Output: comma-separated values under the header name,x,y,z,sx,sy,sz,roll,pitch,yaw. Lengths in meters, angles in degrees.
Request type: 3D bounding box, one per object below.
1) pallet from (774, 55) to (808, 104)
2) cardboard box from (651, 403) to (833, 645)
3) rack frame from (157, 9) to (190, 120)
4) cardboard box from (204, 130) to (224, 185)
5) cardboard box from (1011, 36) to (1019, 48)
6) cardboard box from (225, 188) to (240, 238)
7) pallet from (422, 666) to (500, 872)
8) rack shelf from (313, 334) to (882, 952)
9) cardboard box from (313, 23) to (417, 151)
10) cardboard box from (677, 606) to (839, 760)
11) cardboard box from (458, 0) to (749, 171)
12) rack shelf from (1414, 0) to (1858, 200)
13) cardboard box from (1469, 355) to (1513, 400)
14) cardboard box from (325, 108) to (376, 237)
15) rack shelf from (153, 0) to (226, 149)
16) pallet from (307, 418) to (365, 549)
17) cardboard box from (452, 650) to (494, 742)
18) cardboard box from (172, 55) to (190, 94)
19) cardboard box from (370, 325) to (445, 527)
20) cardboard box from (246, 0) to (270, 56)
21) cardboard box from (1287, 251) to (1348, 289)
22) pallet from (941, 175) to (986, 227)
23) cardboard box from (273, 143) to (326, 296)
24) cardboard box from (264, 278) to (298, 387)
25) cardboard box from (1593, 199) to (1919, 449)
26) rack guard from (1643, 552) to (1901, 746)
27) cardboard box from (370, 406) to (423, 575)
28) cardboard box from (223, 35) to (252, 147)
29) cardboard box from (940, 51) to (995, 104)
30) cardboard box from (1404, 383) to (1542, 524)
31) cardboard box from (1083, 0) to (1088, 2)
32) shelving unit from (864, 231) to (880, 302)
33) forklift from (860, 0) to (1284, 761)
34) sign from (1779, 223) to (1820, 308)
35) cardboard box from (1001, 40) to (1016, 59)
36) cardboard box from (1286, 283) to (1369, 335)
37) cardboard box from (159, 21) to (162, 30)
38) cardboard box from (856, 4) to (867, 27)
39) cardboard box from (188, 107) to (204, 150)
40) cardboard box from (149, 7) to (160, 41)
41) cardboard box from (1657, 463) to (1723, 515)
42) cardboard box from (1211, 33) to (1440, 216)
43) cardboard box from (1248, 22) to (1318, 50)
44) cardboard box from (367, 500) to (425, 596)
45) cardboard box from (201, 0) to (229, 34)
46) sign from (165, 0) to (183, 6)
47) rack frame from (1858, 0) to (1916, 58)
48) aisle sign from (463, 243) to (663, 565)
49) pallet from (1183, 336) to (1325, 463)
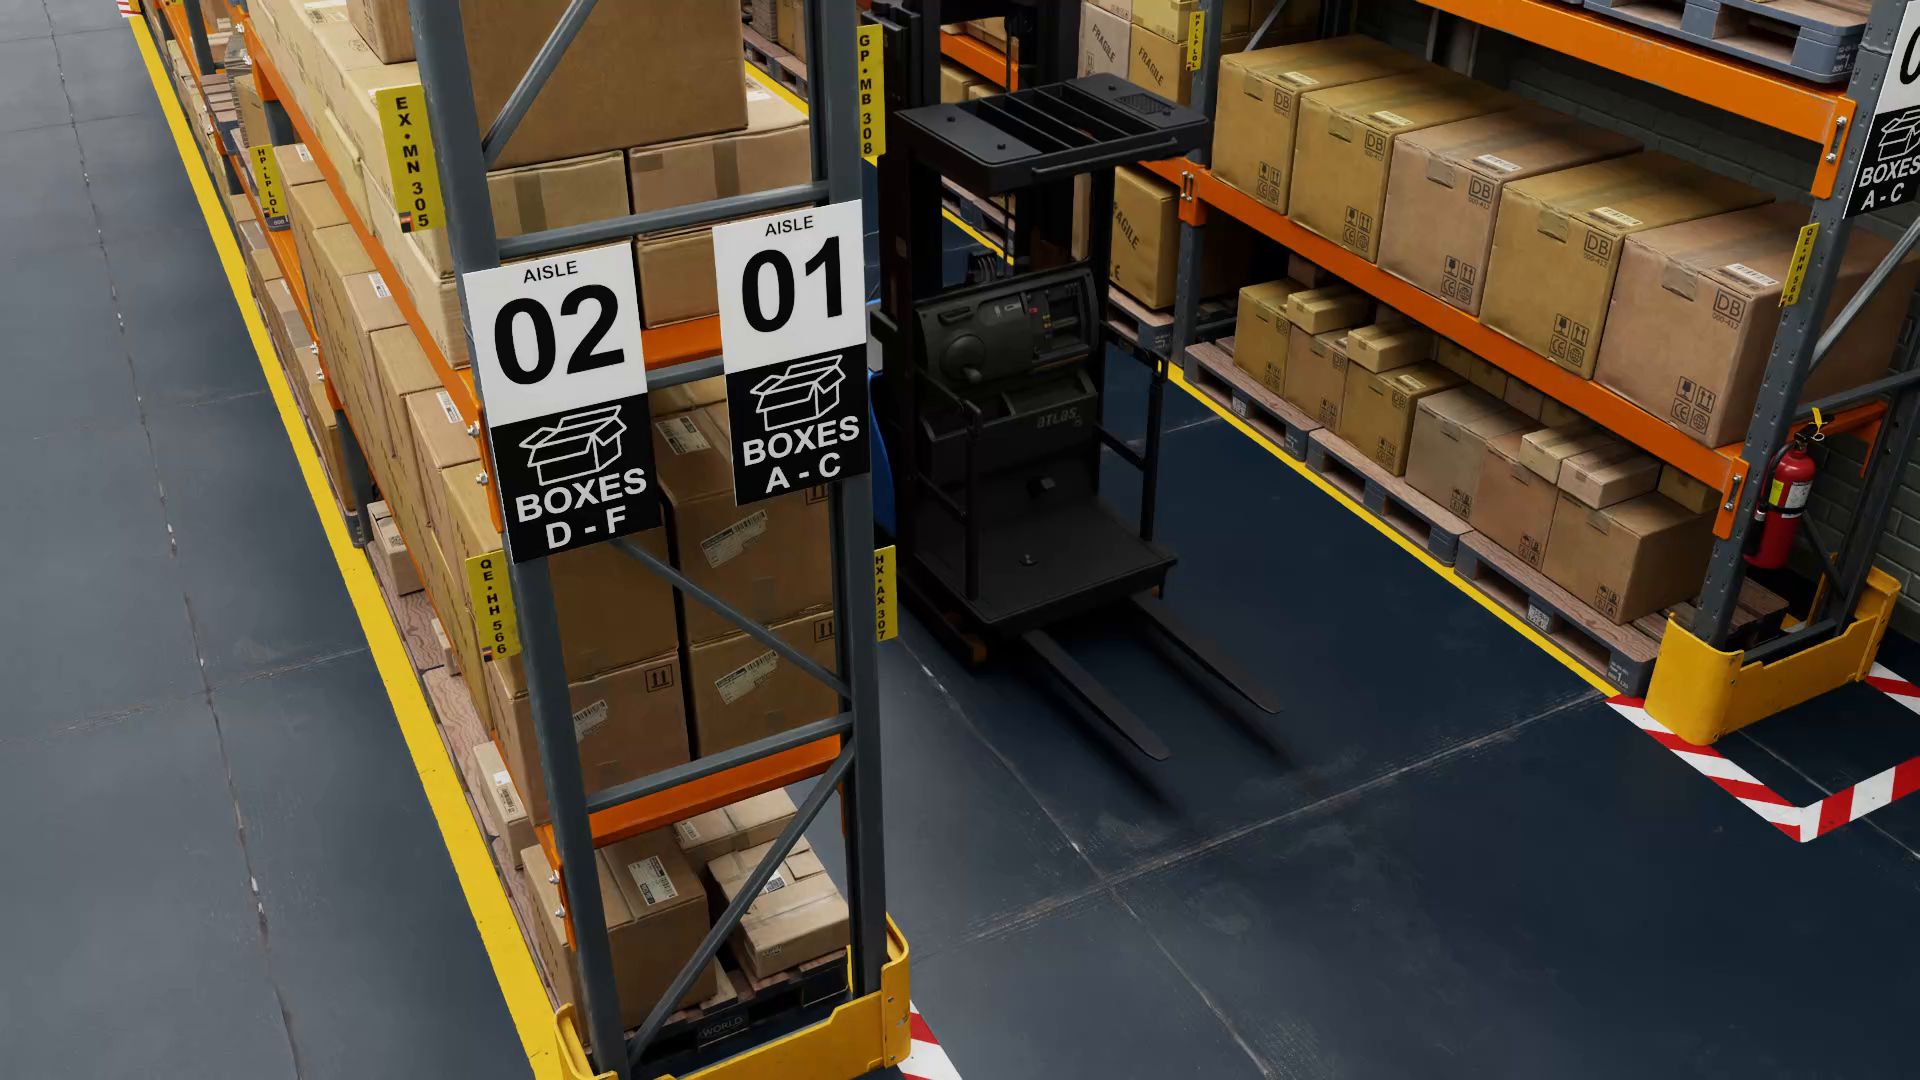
name,x,y,z,sx,sy,sz,roll,pitch,yaw
pallet,-0.991,-4.181,15.080,1.003,0.211,1.213,-16,36,-23
cardboard box,-0.687,-0.076,5.068,0.500,0.500,0.500,-15,35,-22
rack frame,-6.308,-5.061,13.869,1.000,3.000,0.127,-16,36,-23
cardboard box,-5.153,-2.842,12.045,0.500,0.311,0.500,-16,36,-24
cardboard box,0.653,-3.544,11.114,0.500,0.500,0.500,-15,36,-22
cardboard box,-4.904,-2.361,11.814,0.500,0.250,0.500,-15,36,-22
pallet,-1.686,0.842,7.240,1.003,0.211,1.213,-16,36,-23
rack shelf,-1.646,0.014,6.614,1.077,0.370,4.000,-16,36,-23
cardboard box,-1.641,-1.404,5.056,0.500,0.250,0.500,-16,36,-23
cardboard box,-0.687,0.345,5.337,0.500,0.500,0.500,-15,36,-22
cardboard box,-0.967,-1.302,4.201,0.700,0.500,0.500,-16,36,-23
rack shelf,2.735,-2.497,7.753,1.077,0.370,4.000,-16,36,-23
cardboard box,2.895,-0.884,8.675,0.380,0.149,0.250,-15,36,-23
cardboard box,-1.654,-1.190,5.185,0.500,0.250,0.500,-16,36,-23
rack shelf,-5.376,-3.804,12.573,1.077,0.370,4.000,-16,36,-23
pallet,-2.991,-0.448,9.253,1.003,0.211,1.213,-16,36,-23
cardboard box,-1.698,0.518,7.067,0.797,0.503,0.637,-16,36,-23
cardboard box,-6.107,-3.816,13.566,0.500,0.311,0.500,-16,36,-24
cardboard box,-1.646,-0.428,5.618,0.500,0.500,0.500,-15,36,-22
cardboard box,-2.570,-2.149,6.682,0.500,0.250,0.500,-16,36,-23
cardboard box,2.168,-1.625,9.832,0.380,0.149,0.250,-16,36,-23
pallet,0.238,-2.831,12.972,1.003,0.211,1.213,-16,36,-23
cardboard box,-2.607,-1.411,7.152,0.500,0.500,0.500,-15,36,-22
cardboard box,-3.757,-1.259,9.844,0.500,0.500,0.500,-17,36,-25
cardboard box,3.421,-0.949,7.173,0.980,0.700,0.700,-14,35,-21
rack guard,3.679,0.482,7.534,1.175,0.500,0.348,-16,36,-23
cardboard box,-1.870,-0.248,6.264,0.500,0.500,0.500,-16,36,-24
cardboard box,-3.792,-2.614,9.568,0.700,0.500,0.500,-9,34,-14
cardboard box,0.164,-3.288,12.704,0.750,0.750,0.750,-16,36,-24
cardboard box,2.784,-0.494,8.668,0.700,0.500,0.500,-17,36,-25
cardboard box,0.891,-3.631,10.555,0.500,0.250,0.500,-15,36,-22
shelving unit,-0.722,-1.270,9.342,0.587,1.500,1.083,-18,37,-25
forklift,0.343,-0.923,7.474,1.130,2.935,3.031,-18,37,-25
sign,3.181,-1.040,6.299,0.100,0.325,0.005,-16,36,-23
cardboard box,0.510,-3.480,11.616,0.380,0.149,0.250,-15,36,-22
cardboard box,2.059,-1.296,9.320,0.380,0.149,0.250,-15,35,-22
cardboard box,-6.941,-4.804,14.932,0.500,0.500,0.500,-16,36,-23
cardboard box,-0.655,-4.467,14.155,0.500,0.250,0.500,-15,36,-22
cardboard box,-5.858,-3.335,13.334,0.500,0.250,0.500,-17,36,-25
cardboard box,-7.422,-4.961,15.872,0.500,0.250,0.500,-16,36,-23
cardboard box,3.488,-0.279,7.732,0.380,0.149,0.250,-16,36,-23
cardboard box,2.041,-2.354,9.366,0.980,0.700,0.700,-15,36,-22
cardboard box,1.811,-2.950,10.187,0.500,0.500,0.500,-17,36,-25
cardboard box,-2.574,-0.042,8.119,0.500,0.311,0.500,-16,36,-23
cardboard box,-5.240,-3.991,12.106,0.500,0.500,0.500,-18,37,-26
sign,-4.933,-3.499,10.357,0.100,0.325,0.005,-16,36,-23
rack frame,3.667,-3.108,5.260,1.000,3.000,0.127,-16,36,-23
aisle sign,-0.952,-0.319,4.058,0.394,0.787,0.004,-16,36,-23
pallet,2.088,-0.934,10.013,1.003,0.211,1.213,-16,36,-23
